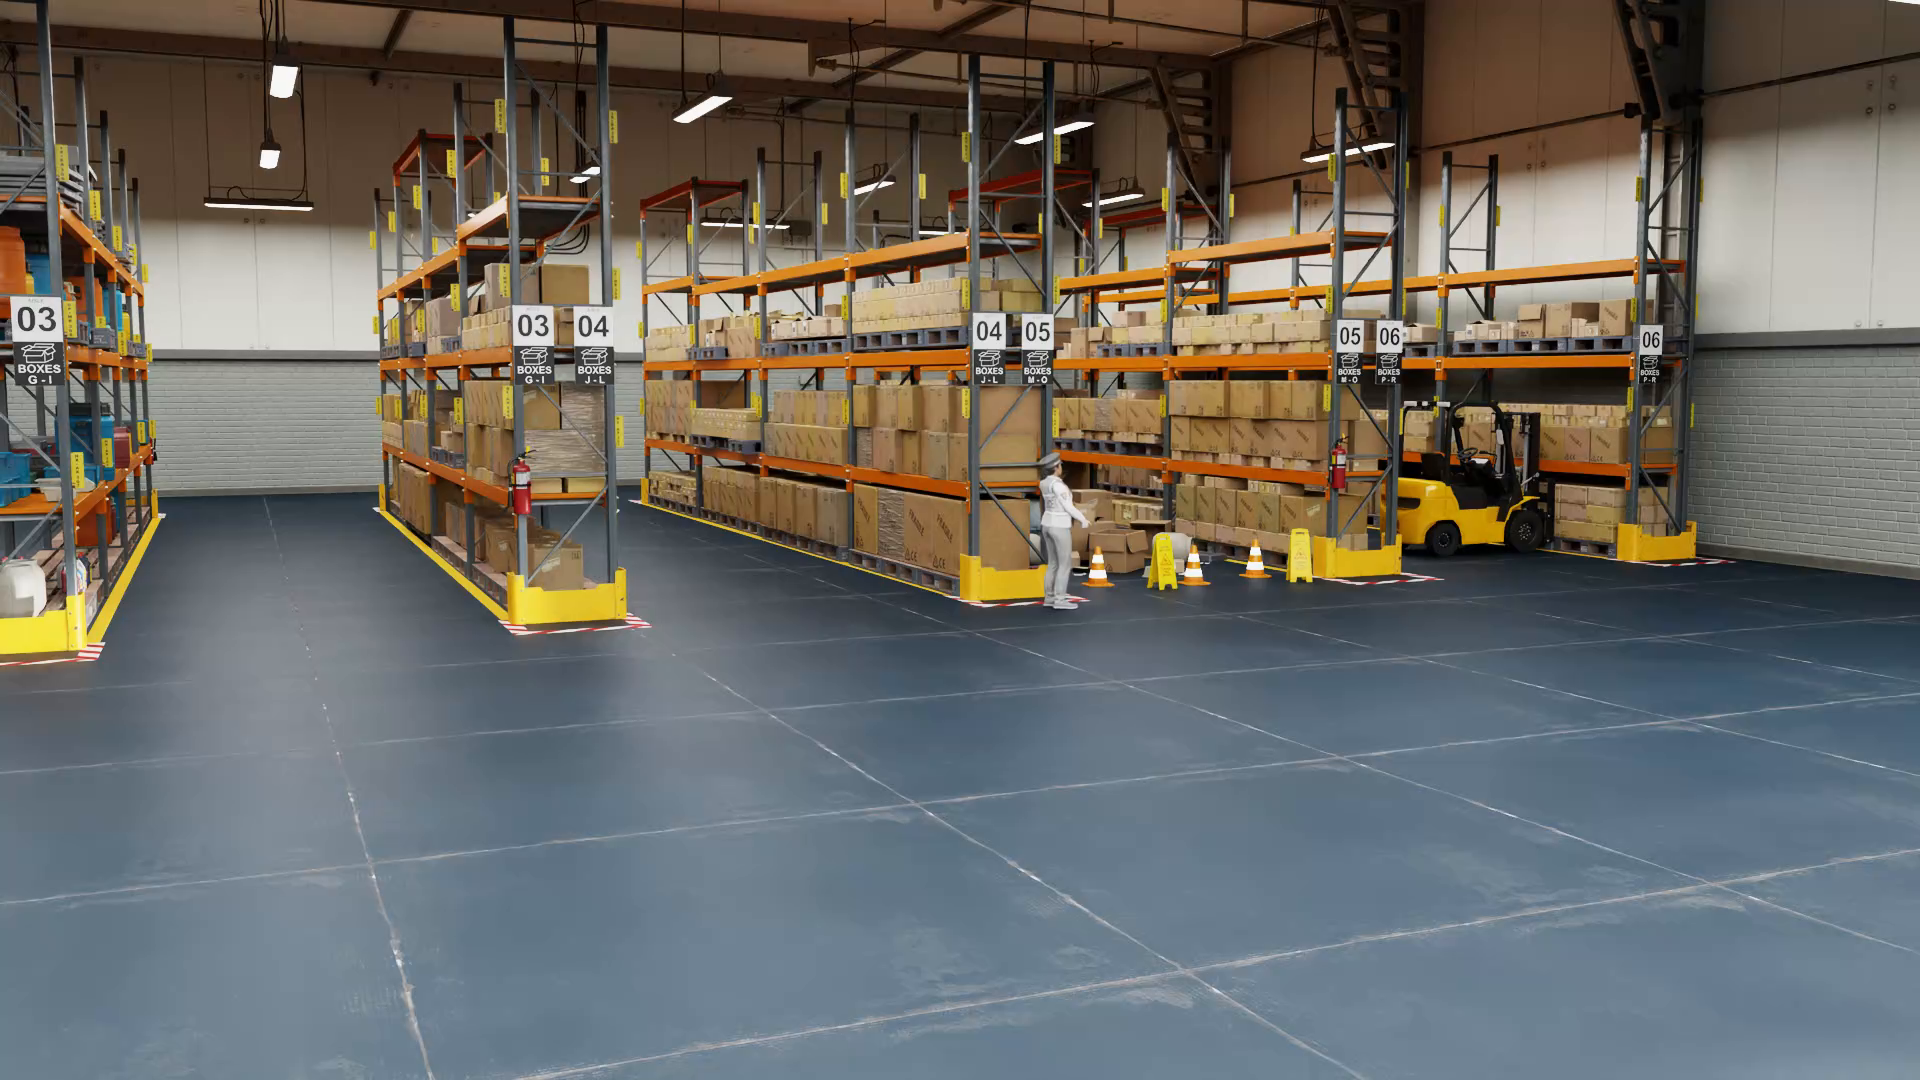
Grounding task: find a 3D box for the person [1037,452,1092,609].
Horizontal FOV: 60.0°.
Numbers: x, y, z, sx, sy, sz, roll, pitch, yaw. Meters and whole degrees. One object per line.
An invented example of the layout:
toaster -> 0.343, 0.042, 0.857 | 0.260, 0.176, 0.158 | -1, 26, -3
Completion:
person -> 1.110, -0.110, 17.977 | 0.554, 1.693, 0.466 | -2, 6, -24
